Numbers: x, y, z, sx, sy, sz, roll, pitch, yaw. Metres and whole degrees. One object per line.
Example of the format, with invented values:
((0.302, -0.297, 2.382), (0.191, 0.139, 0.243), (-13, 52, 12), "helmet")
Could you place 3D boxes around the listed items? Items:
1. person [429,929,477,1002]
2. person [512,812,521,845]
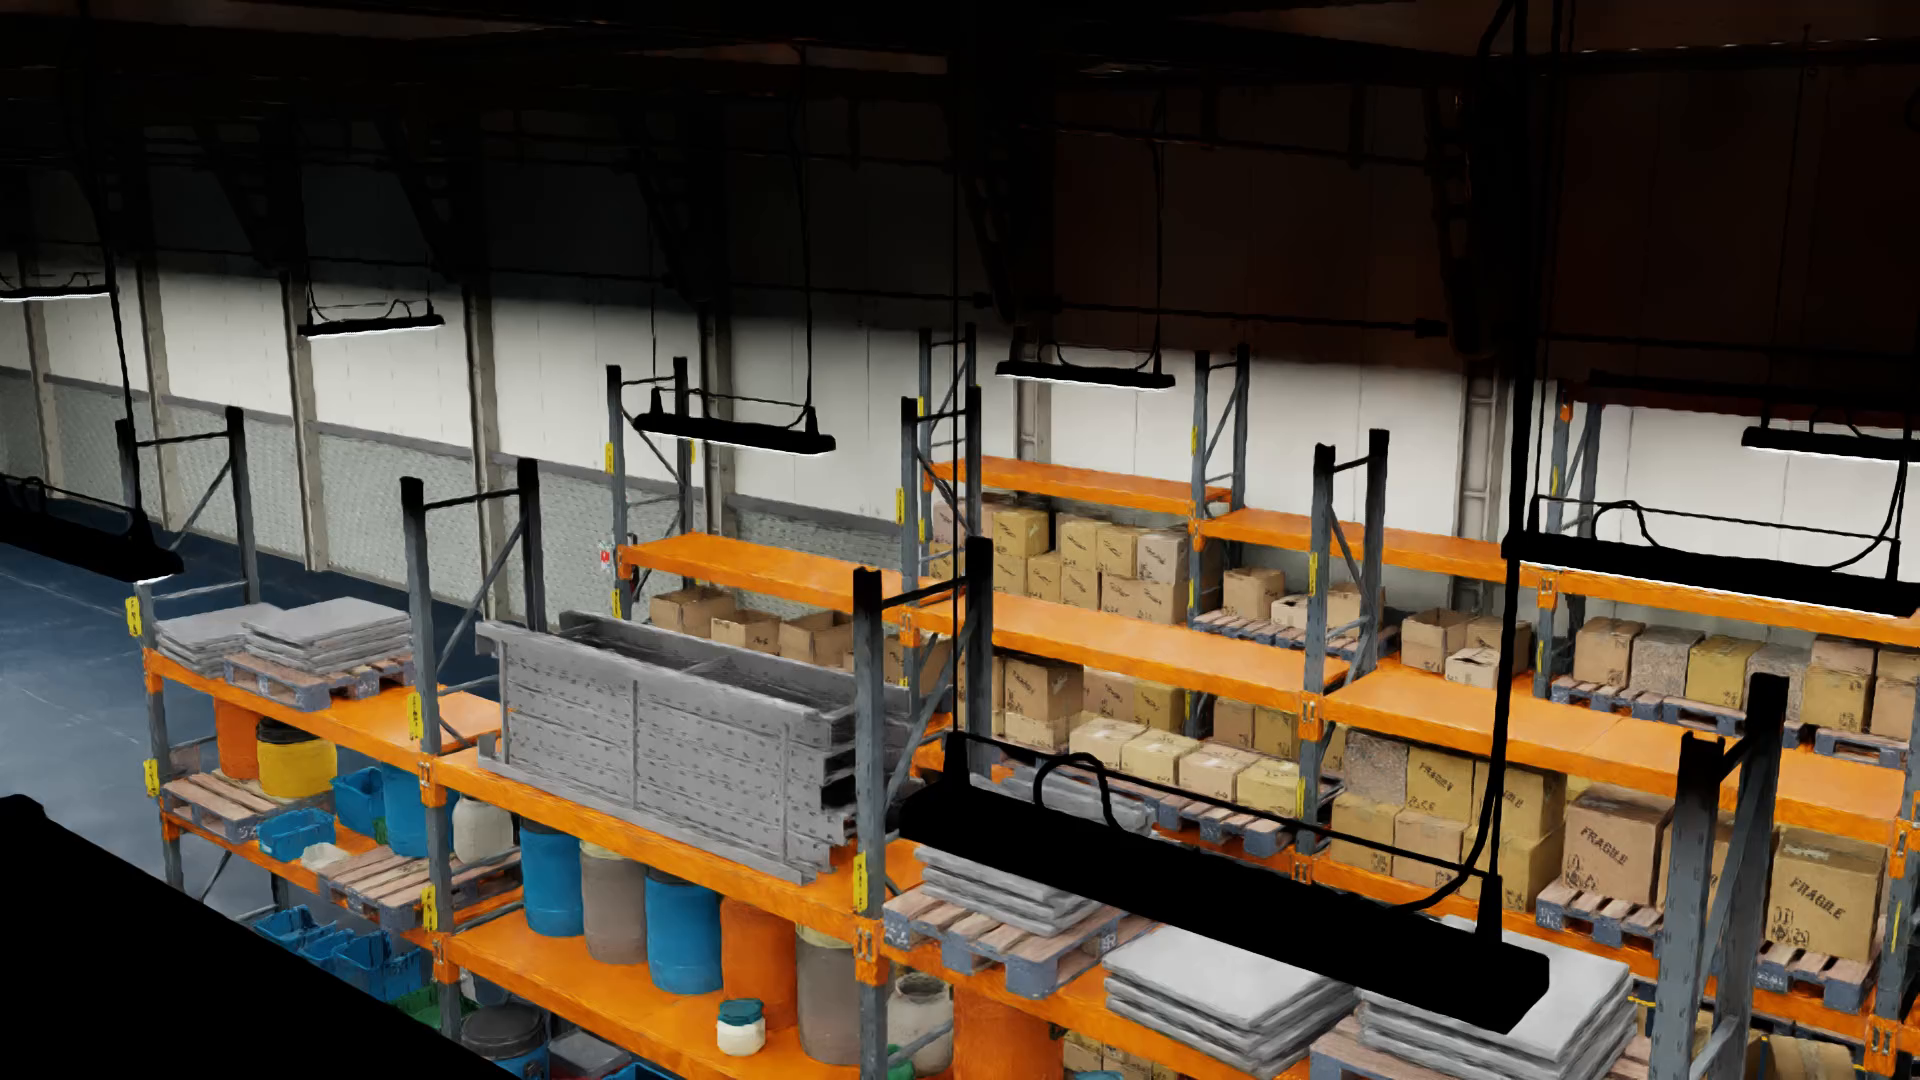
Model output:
((-4.656, 3.953, 15.234), (1.036, 1.517, 0.417), (11, 17, 41), "person")
((-4.974, 3.191, 18.304), (0.930, 1.695, 0.588), (3, 13, 13), "person")
